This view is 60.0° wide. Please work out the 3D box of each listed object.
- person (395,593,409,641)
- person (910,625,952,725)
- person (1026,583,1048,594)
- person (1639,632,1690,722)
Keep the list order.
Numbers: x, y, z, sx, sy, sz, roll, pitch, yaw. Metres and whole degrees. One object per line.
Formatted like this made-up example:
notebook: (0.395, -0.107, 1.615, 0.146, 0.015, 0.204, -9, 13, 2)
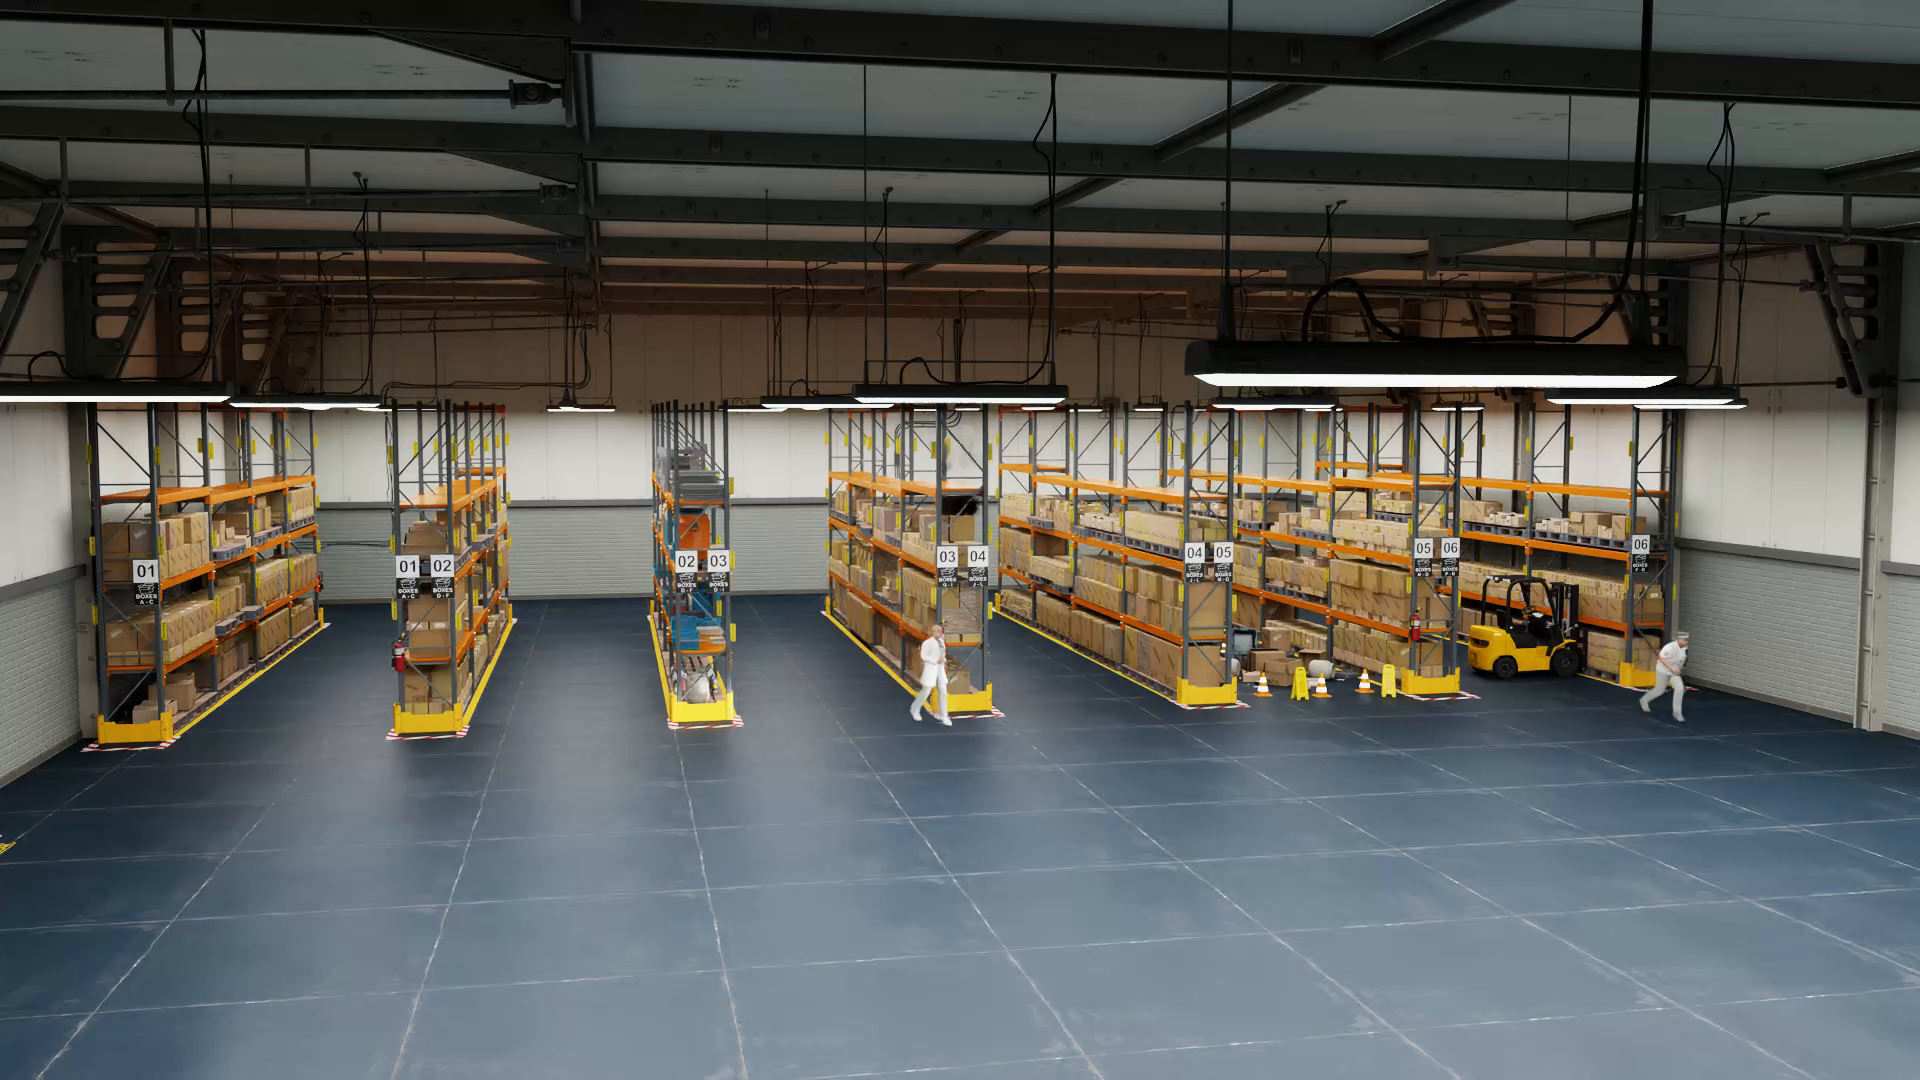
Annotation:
person: (-13.336, 1.858, 40.466, 0.753, 1.744, 1.056, -1, 4, -14)
person: (-0.479, 2.496, 30.965, 0.921, 1.827, 0.746, 4, 6, 44)
person: (2.301, 1.006, 51.148, 0.672, 1.728, 0.975, 4, 6, 43)
person: (13.339, 2.542, 31.473, 0.702, 1.719, 1.023, -3, 5, -30)
